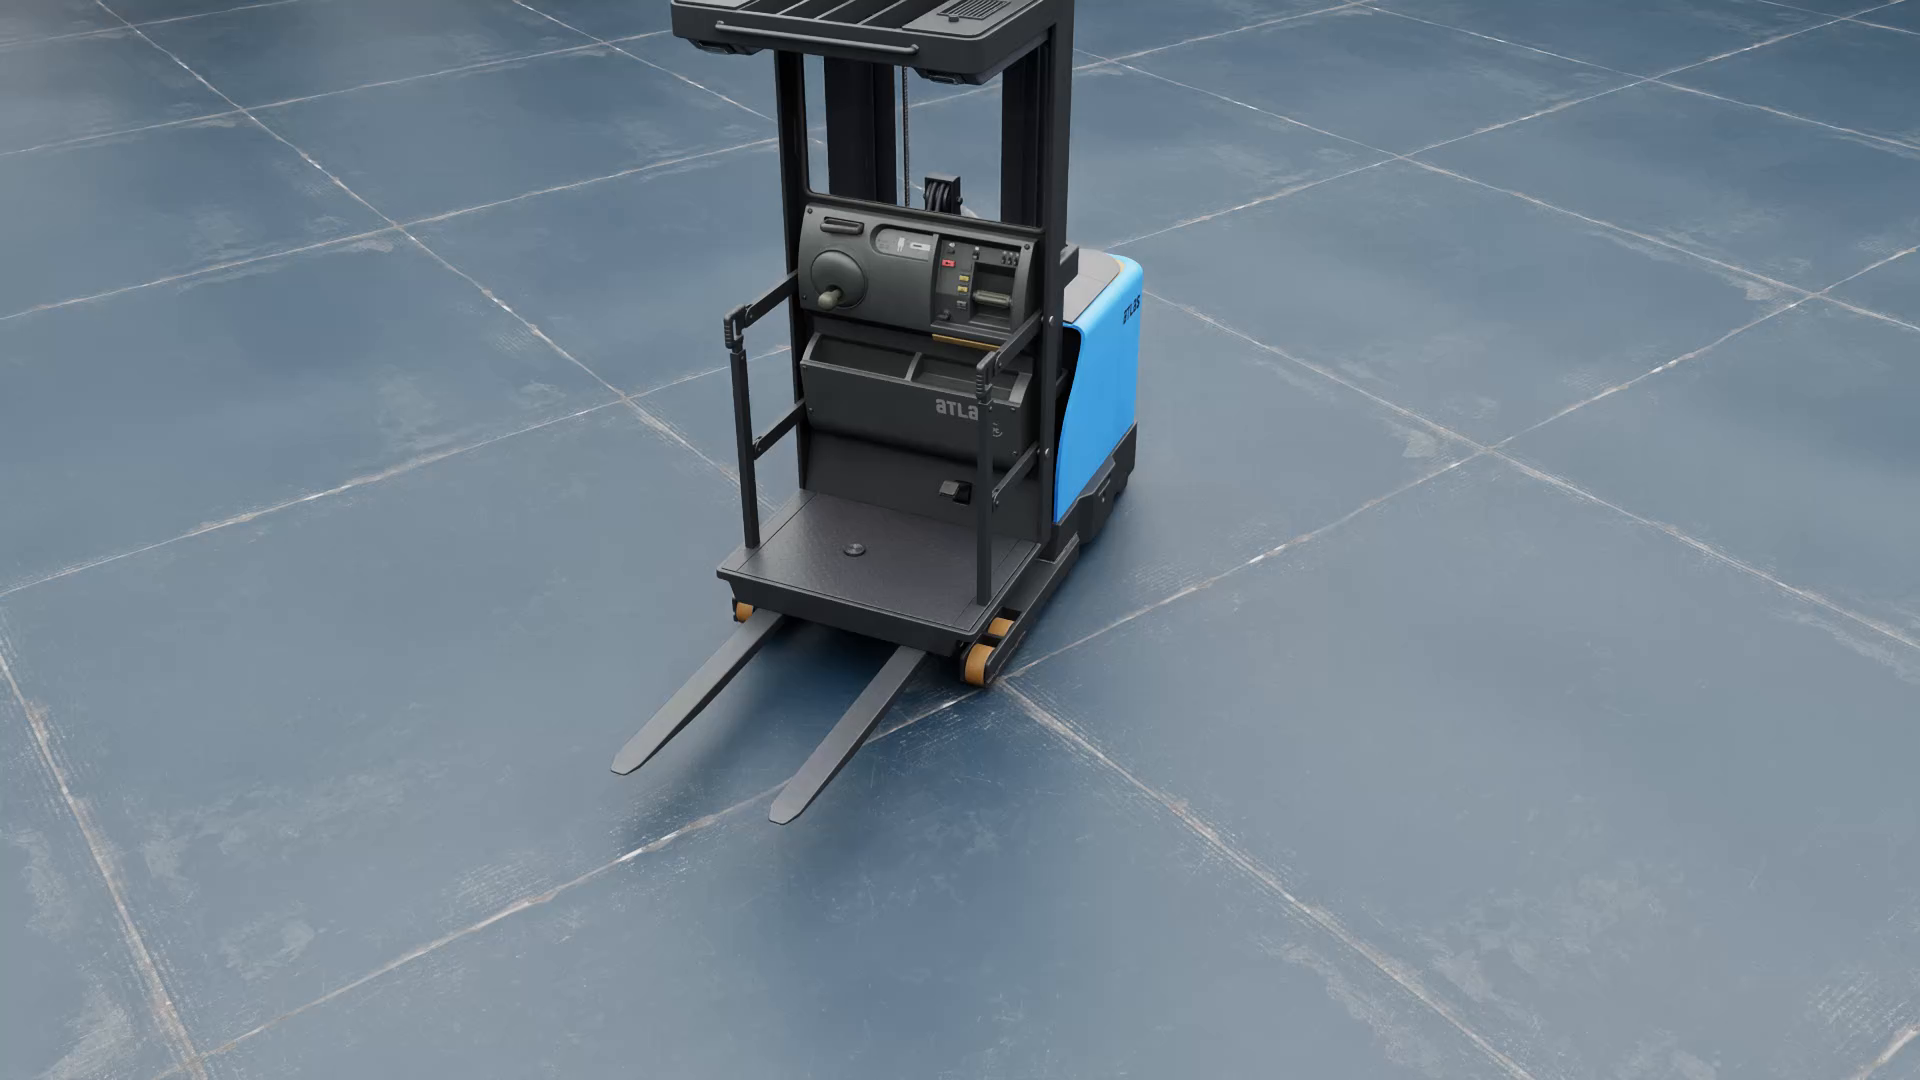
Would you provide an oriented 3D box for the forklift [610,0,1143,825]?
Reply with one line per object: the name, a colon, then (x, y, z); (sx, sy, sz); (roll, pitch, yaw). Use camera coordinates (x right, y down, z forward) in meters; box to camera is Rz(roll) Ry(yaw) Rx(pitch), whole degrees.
forklift: (-0.256, -0.941, 5.987); (1.130, 2.935, 3.031); (13, 34, 20)
